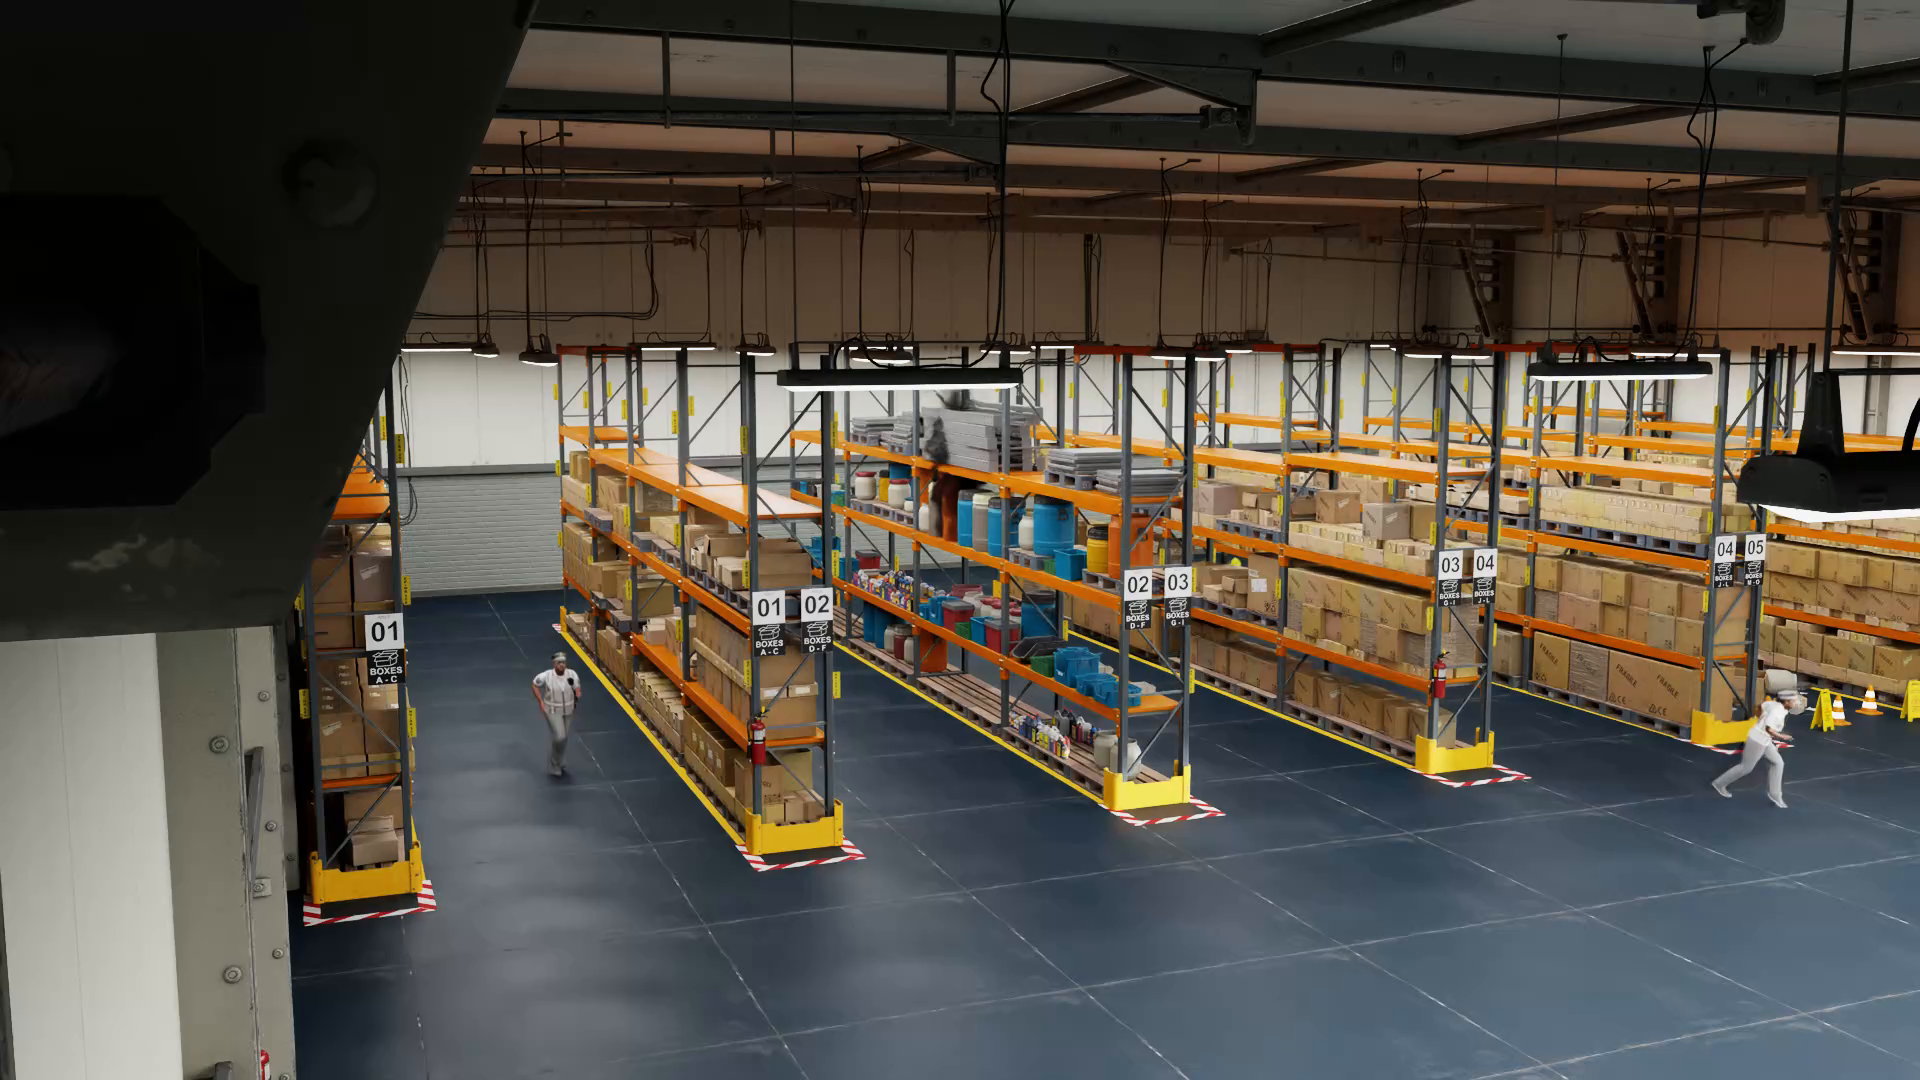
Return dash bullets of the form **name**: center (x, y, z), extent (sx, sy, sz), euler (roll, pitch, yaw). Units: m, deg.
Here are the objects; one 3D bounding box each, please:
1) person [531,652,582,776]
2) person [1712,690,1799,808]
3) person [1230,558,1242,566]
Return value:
- **person**: center (-5.693, 2.480, 23.684), extent (0.656, 1.825, 0.814), euler (-5, 9, -34)
- **person**: center (10.621, 2.763, 22.229), extent (0.983, 1.624, 0.618), euler (3, 8, 25)
- **person**: center (5.493, 1.184, 34.136), extent (0.700, 1.701, 0.913), euler (-4, 8, -28)
